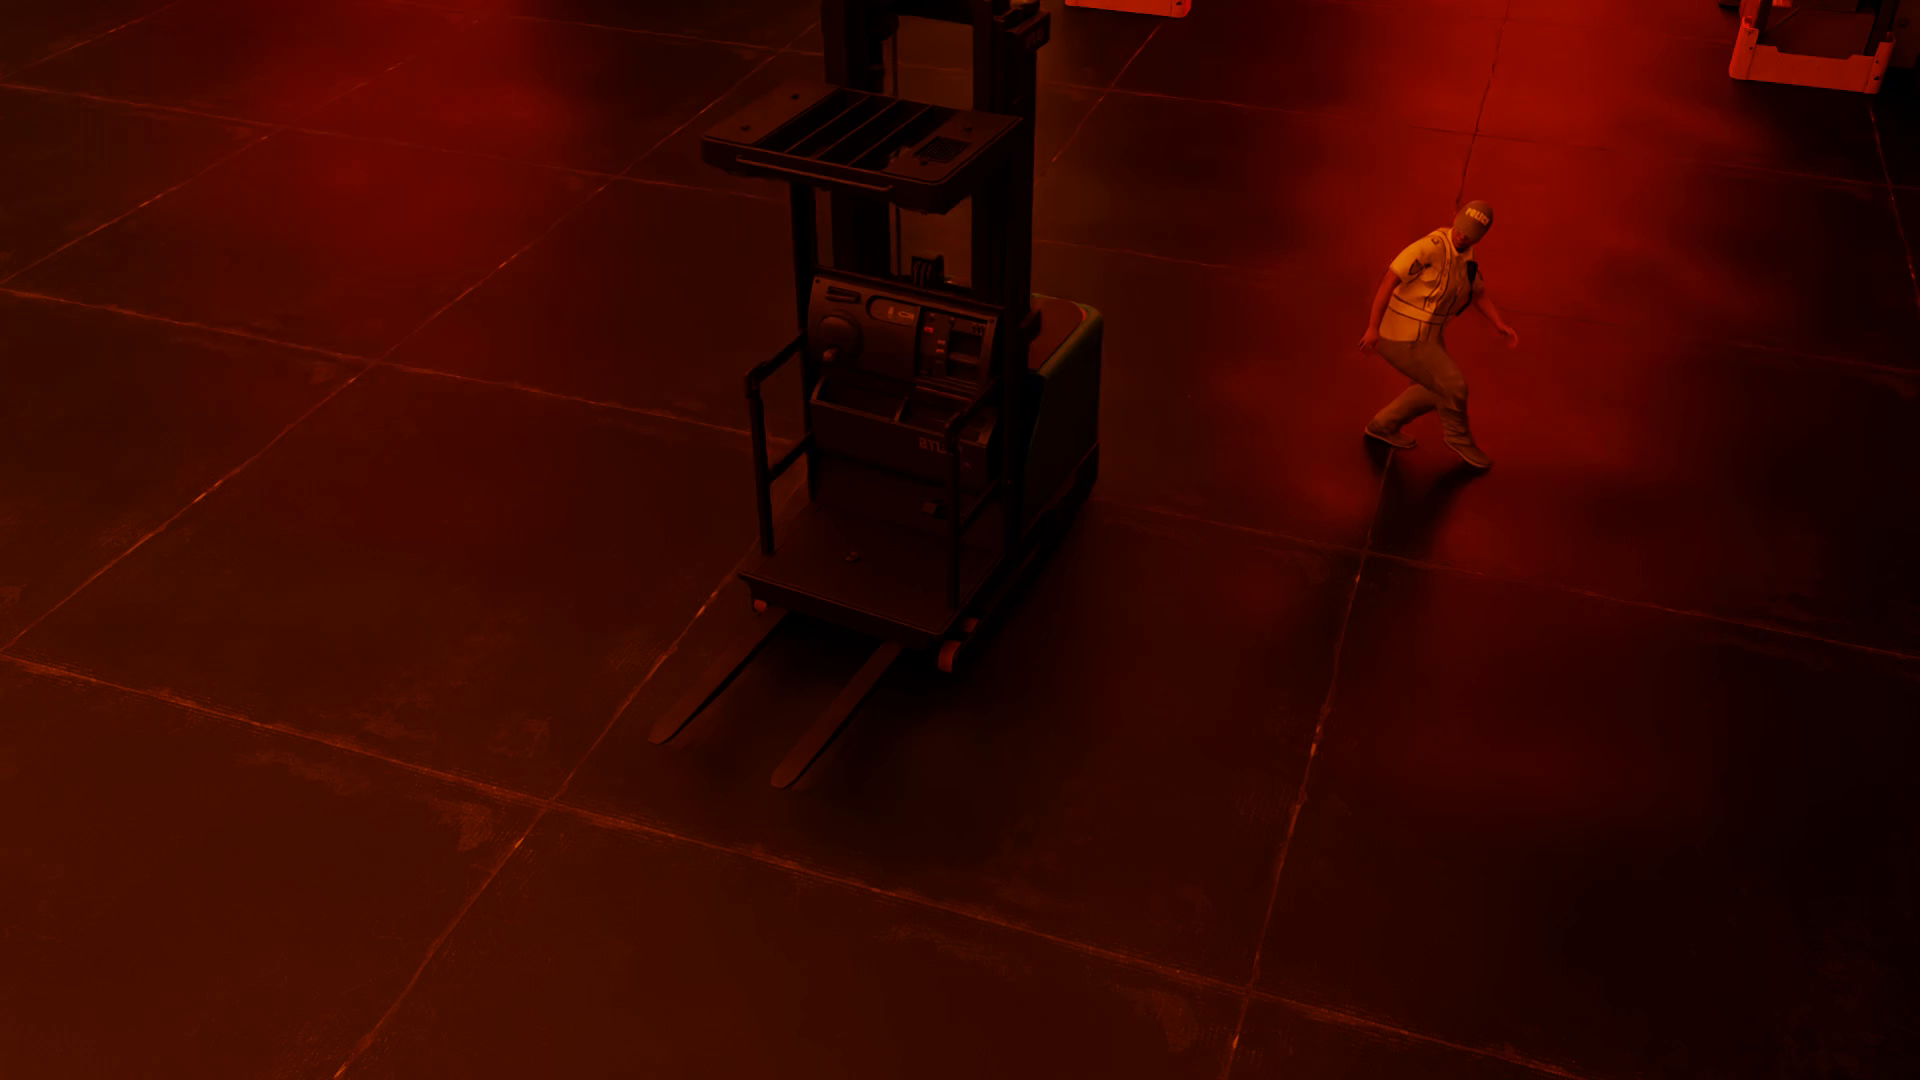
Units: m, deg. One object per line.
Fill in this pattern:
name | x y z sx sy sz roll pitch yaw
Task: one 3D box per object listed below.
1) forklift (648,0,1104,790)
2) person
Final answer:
forklift | -0.358 -0.862 7.326 1.130 2.935 3.031 16 38 21
person | 2.565 -1.059 8.856 0.755 1.514 0.706 20 40 26
